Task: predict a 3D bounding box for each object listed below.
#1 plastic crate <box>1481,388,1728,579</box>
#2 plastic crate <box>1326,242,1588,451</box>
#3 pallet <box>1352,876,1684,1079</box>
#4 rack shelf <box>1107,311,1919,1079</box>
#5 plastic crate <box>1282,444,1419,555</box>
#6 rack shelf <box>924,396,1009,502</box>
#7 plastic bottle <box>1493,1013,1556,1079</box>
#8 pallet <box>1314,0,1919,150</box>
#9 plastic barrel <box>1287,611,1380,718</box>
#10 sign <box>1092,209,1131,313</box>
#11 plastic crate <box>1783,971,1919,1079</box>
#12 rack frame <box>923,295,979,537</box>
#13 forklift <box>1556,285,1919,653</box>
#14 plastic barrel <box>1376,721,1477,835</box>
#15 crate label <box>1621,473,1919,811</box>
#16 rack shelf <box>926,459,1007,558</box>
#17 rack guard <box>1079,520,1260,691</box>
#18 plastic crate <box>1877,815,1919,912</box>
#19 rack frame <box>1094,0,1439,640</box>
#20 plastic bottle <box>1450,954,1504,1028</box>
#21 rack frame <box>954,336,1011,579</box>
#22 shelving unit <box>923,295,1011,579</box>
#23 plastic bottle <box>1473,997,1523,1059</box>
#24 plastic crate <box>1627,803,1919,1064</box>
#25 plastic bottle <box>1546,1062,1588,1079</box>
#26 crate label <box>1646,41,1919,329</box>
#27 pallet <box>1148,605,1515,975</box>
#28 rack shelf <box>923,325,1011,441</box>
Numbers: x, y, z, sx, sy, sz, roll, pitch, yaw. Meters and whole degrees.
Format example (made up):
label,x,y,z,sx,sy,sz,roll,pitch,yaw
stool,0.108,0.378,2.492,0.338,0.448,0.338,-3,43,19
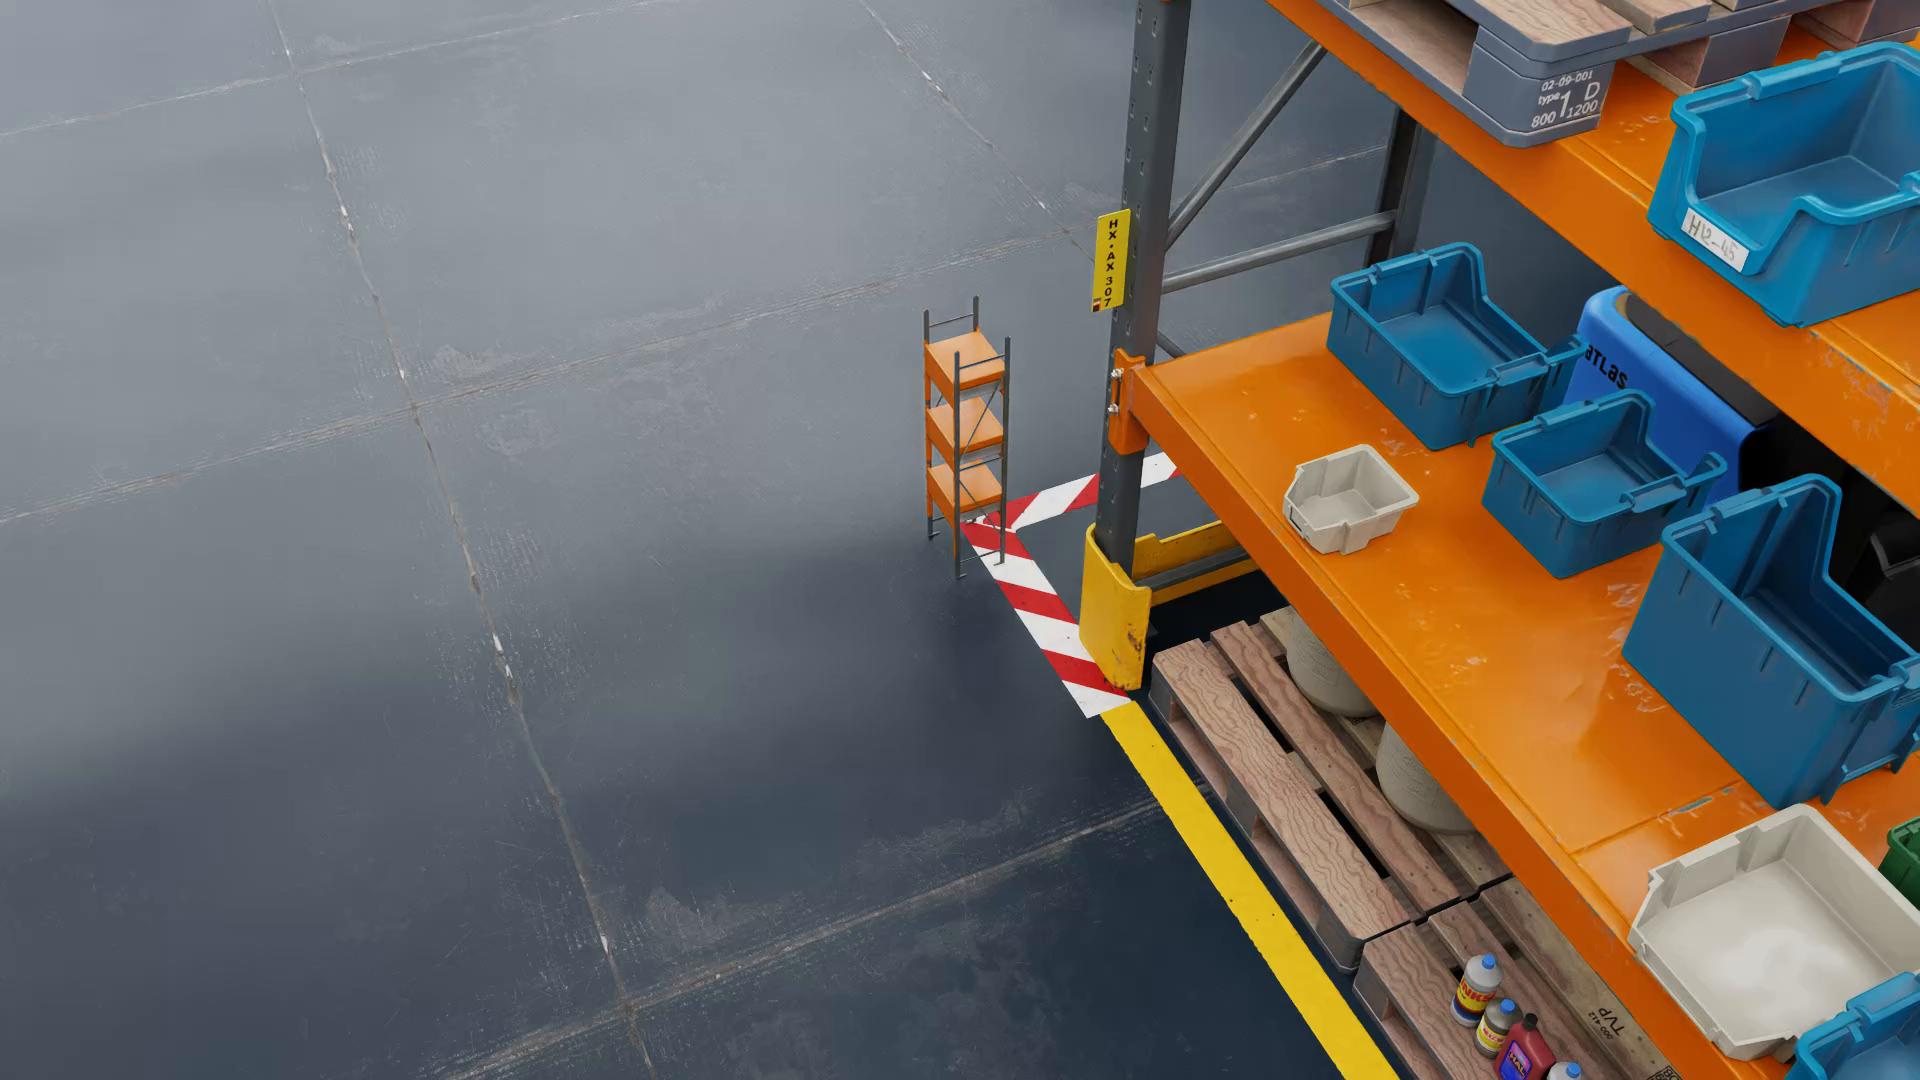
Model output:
label,x,y,z,sx,sy,sz,roll,pitch,yaw
plastic crate,1.679,-0.151,4.374,0.499,0.251,0.408,-18,47,-17
plastic crate,1.411,-0.567,4.795,0.499,0.251,0.616,-18,47,-17
pallet,1.849,1.472,4.607,1.003,0.211,1.213,-18,47,-17
rack shelf,1.770,0.680,3.937,1.077,0.370,4.000,-18,47,-17
plastic crate,1.013,-0.091,4.394,0.298,0.136,0.250,-18,47,-17
rack shelf,0.022,-0.332,5.854,0.215,0.259,0.240,-18,47,-17
plastic bottle,1.487,1.357,4.360,0.061,0.283,0.133,-17,47,-17
pallet,1.188,-1.295,3.425,1.003,0.211,1.213,-18,47,-17
plastic barrel,1.275,0.283,5.300,0.421,0.512,0.421,0,45,0
sign,0.428,-0.789,4.717,0.100,0.325,0.005,-18,47,-17
plastic crate,1.899,1.127,3.078,0.499,0.251,0.616,-18,47,-17
rack frame,-0.029,-0.417,5.925,0.200,1.050,0.008,-18,47,-17
forklift,3.127,-0.285,4.452,1.130,2.935,3.031,-17,47,-17
plastic barrel,1.486,0.602,4.977,0.421,0.512,0.421,0,45,0
crate label,1.948,0.230,3.856,0.502,0.435,0.616,-18,47,-17
rack shelf,0.022,-0.134,6.049,0.215,0.259,0.240,-18,47,-17
rack guard,1.003,0.074,5.819,1.175,0.500,0.348,-18,47,-17
plastic crate,2.296,0.826,3.428,0.450,0.188,0.662,-18,47,-17
rack frame,0.929,-0.850,4.976,1.000,3.000,0.127,-18,47,-17
plastic bottle,1.408,1.212,4.516,0.097,0.271,0.097,0,45,0
rack frame,0.073,-0.262,5.768,0.200,1.050,0.008,-18,47,-17
shelving unit,0.022,-0.340,5.847,0.215,1.050,0.252,-18,47,-17
plastic bottle,1.452,1.303,4.473,0.097,0.201,0.097,0,45,0
plastic crate,1.698,0.833,3.458,0.530,0.136,0.437,-18,47,-17
plastic bottle,1.553,1.430,4.294,0.097,0.271,0.097,0,45,0
crate label,1.416,-0.575,2.667,0.502,0.251,0.408,-18,47,-17
pallet,1.340,0.696,5.394,1.003,0.211,1.213,-18,47,-17
rack shelf,0.022,-0.534,5.655,0.215,0.259,0.240,-18,47,-17
